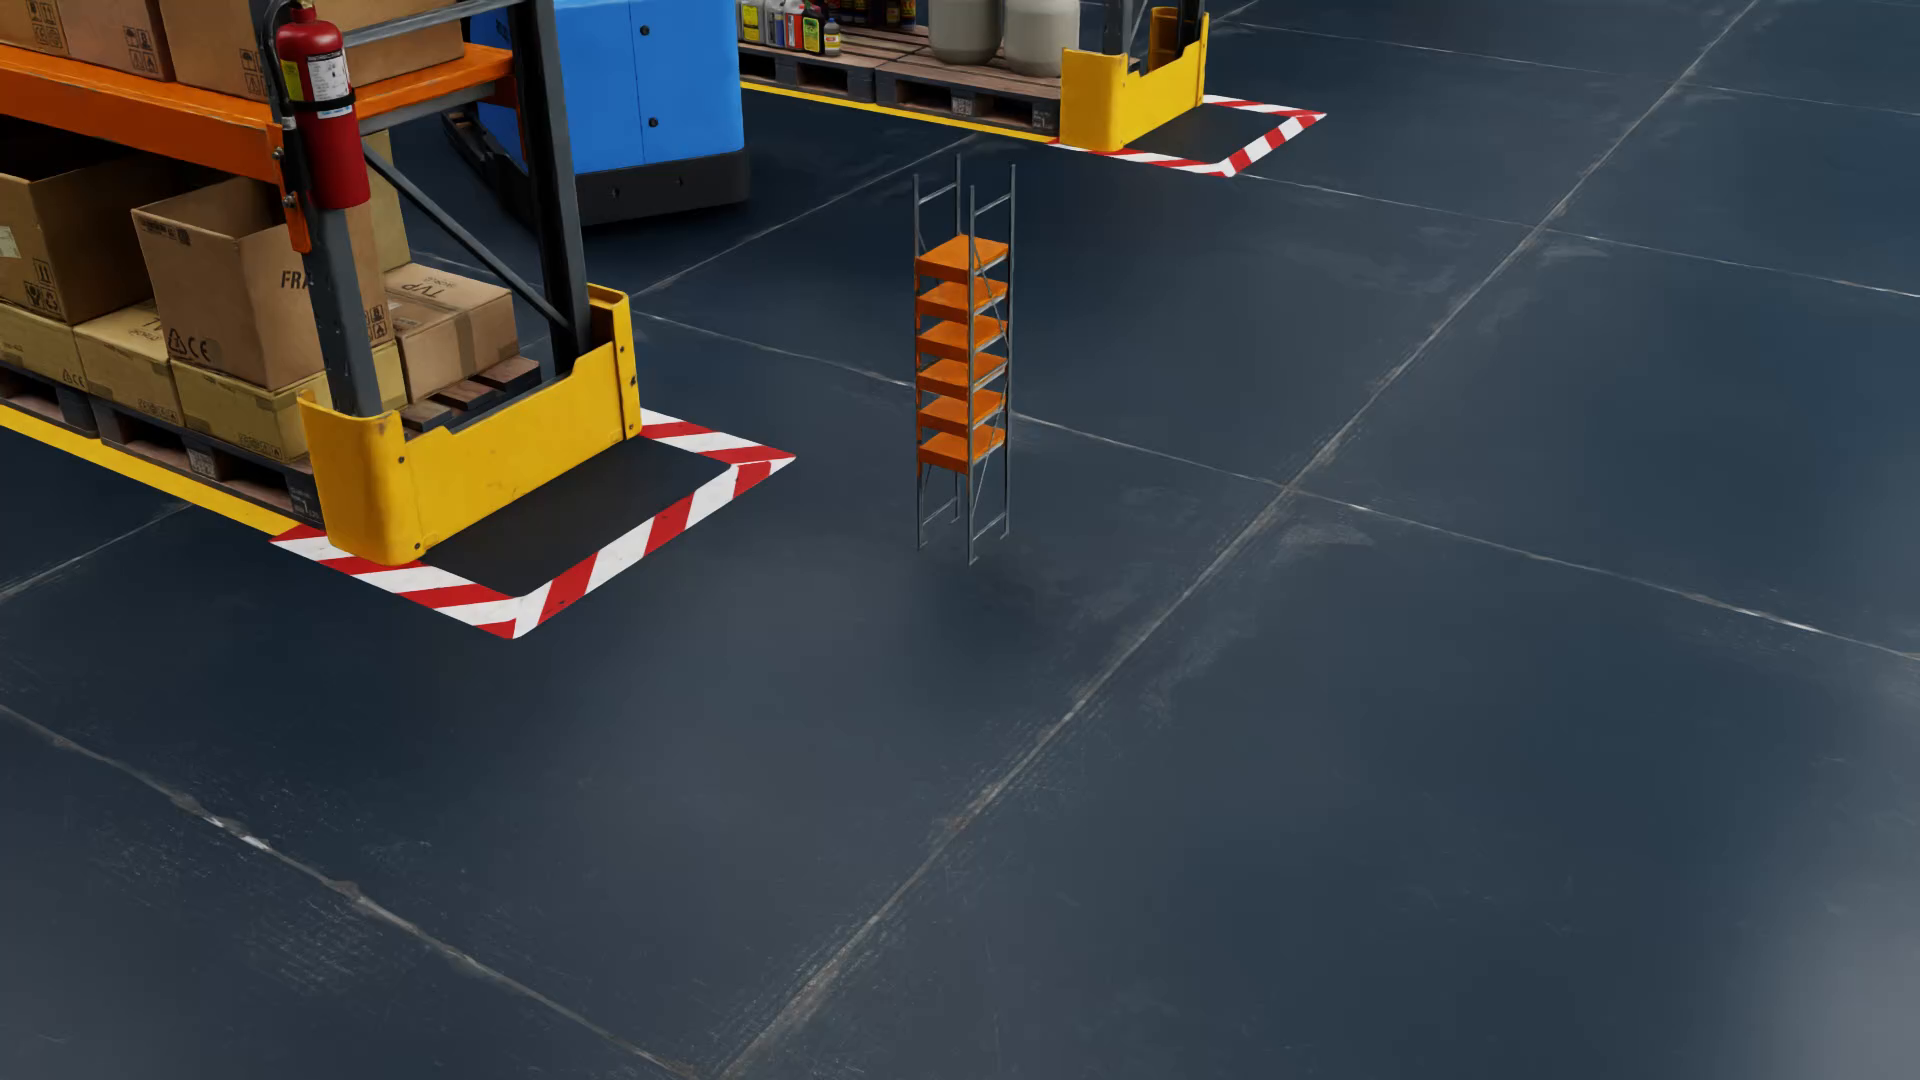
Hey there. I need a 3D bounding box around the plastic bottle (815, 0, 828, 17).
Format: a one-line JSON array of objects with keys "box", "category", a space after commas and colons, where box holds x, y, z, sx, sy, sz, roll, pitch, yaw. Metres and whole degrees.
[{"box": [-0.865, -3.419, 10.406, 0.097, 0.271, 0.097, 0, 30, 0], "category": "plastic bottle"}]

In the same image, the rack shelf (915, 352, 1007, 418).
[{"box": [0.012, -0.476, 4.963, 0.180, 0.103, 0.258, 18, 35, 27], "category": "rack shelf"}]

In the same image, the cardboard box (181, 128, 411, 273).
[{"box": [-2.345, -1.193, 5.885, 0.500, 0.500, 0.500, 18, 35, 27], "category": "cardboard box"}]

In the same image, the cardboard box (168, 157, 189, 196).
[{"box": [-2.776, -1.321, 6.105, 0.500, 0.500, 0.500, 18, 35, 27], "category": "cardboard box"}]

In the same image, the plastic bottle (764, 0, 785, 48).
[{"box": [-1.053, -3.051, 9.770, 0.135, 0.276, 0.152, 17, 34, 26], "category": "plastic bottle"}]

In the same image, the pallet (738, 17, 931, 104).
[{"box": [-0.752, -2.959, 10.113, 1.213, 0.211, 1.003, 18, 35, 27], "category": "pallet"}]

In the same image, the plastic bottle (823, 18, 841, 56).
[{"box": [-0.737, -2.903, 9.589, 0.097, 0.201, 0.097, 0, 30, 0], "category": "plastic bottle"}]

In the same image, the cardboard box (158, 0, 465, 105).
[{"box": [-1.974, -1.677, 5.048, 0.500, 0.500, 0.700, 18, 35, 27], "category": "cardboard box"}]

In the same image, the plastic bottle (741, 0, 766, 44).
[{"box": [-1.196, -3.126, 9.824, 0.185, 0.351, 0.144, 19, 35, 29], "category": "plastic bottle"}]

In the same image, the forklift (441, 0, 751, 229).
[{"box": [-2.106, -3.378, 8.132, 1.130, 2.935, 3.031, -14, 33, -23], "category": "forklift"}]

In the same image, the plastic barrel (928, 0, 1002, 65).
[{"box": [0.029, -3.001, 9.470, 0.421, 0.512, 0.421, 0, 30, 0], "category": "plastic barrel"}]

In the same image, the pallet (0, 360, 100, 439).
[{"box": [-3.284, -0.813, 6.434, 1.213, 0.211, 1.003, 18, 35, 27], "category": "pallet"}]

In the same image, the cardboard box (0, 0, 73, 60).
[{"box": [-2.838, -1.951, 5.518, 0.500, 0.500, 0.700, 18, 35, 28], "category": "cardboard box"}]

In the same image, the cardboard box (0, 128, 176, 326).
[{"box": [-3.052, -1.099, 5.725, 0.500, 0.500, 0.500, 18, 35, 27], "category": "cardboard box"}]

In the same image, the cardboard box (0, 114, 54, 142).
[{"box": [-3.475, -1.234, 5.956, 0.500, 0.500, 0.500, 18, 35, 27], "category": "cardboard box"}]

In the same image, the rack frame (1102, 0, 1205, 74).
[{"box": [1.052, -3.616, 8.472, 0.127, 3.000, 1.000, 18, 35, 27], "category": "rack frame"}]

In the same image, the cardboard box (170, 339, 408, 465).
[{"box": [-2.196, -0.514, 5.467, 0.500, 0.250, 0.500, 18, 35, 27], "category": "cardboard box"}]

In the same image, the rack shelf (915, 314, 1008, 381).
[{"box": [0.012, -0.580, 4.903, 0.180, 0.103, 0.258, 18, 35, 27], "category": "rack shelf"}]

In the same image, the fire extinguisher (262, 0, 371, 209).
[{"box": [-1.732, -1.240, 4.475, 0.183, 0.674, 0.296, 18, 35, 27], "category": "fire extinguisher"}]

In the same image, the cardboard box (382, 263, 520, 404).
[{"box": [-1.921, -0.736, 5.846, 0.500, 0.250, 0.500, 18, 35, 27], "category": "cardboard box"}]

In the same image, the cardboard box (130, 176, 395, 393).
[{"box": [-2.197, -0.837, 5.277, 0.500, 0.500, 0.500, 18, 35, 27], "category": "cardboard box"}]

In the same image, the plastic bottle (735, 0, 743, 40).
[{"box": [-1.353, -3.176, 9.909, 0.185, 0.351, 0.144, 17, 34, 27], "category": "plastic bottle"}]

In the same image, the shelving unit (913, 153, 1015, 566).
[{"box": [0.012, -0.514, 4.941, 0.189, 1.200, 0.258, 18, 35, 27], "category": "shelving unit"}]

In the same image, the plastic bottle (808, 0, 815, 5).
[{"box": [-0.951, -3.417, 10.470, 0.097, 0.201, 0.097, 0, 30, 0], "category": "plastic bottle"}]

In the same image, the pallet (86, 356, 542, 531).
[{"box": [-2.255, -0.486, 5.873, 1.213, 0.211, 1.003, 18, 35, 27], "category": "pallet"}]

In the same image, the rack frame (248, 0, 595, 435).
[{"box": [-1.585, -1.503, 4.850, 0.127, 3.000, 1.000, 18, 35, 27], "category": "rack frame"}]

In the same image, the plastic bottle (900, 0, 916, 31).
[{"box": [-0.318, -3.247, 10.109, 0.097, 0.271, 0.097, 0, 30, 0], "category": "plastic bottle"}]

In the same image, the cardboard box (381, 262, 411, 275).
[{"box": [-2.346, -0.868, 6.073, 0.500, 0.250, 0.500, 18, 35, 27], "category": "cardboard box"}]

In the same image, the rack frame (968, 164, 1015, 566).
[{"box": [0.090, -0.490, 4.899, 0.006, 1.200, 0.240, 18, 35, 27], "category": "rack frame"}]

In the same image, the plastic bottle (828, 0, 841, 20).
[{"box": [-0.777, -3.361, 10.376, 0.097, 0.201, 0.097, 0, 30, 0], "category": "plastic bottle"}]

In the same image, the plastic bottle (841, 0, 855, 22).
[{"box": [-0.693, -3.365, 10.312, 0.097, 0.271, 0.097, 0, 30, 0], "category": "plastic bottle"}]

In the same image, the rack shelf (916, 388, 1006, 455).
[{"box": [0.012, -0.372, 5.024, 0.180, 0.103, 0.258, 18, 35, 27], "category": "rack shelf"}]

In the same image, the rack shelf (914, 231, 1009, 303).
[{"box": [0.012, -0.787, 4.782, 0.180, 0.103, 0.258, 18, 35, 27], "category": "rack shelf"}]

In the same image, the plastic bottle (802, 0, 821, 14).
[{"box": [-0.880, -3.063, 9.782, 0.133, 0.283, 0.061, 18, 35, 27], "category": "plastic bottle"}]

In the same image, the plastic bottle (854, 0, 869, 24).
[{"box": [-0.609, -3.338, 10.267, 0.097, 0.271, 0.097, 0, 30, 0], "category": "plastic bottle"}]

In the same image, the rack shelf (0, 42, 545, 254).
[{"box": [-3.279, -1.728, 5.950, 4.000, 0.370, 1.077, 18, 35, 27], "category": "rack shelf"}]

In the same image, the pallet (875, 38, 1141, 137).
[{"box": [0.277, -2.632, 9.552, 1.213, 0.211, 1.003, 18, 35, 27], "category": "pallet"}]

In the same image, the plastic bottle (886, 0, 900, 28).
[{"box": [-0.406, -3.244, 10.174, 0.097, 0.201, 0.097, 0, 30, 0], "category": "plastic bottle"}]

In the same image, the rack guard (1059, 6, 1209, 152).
[{"box": [0.962, -2.537, 9.102, 0.348, 0.500, 1.175, 18, 35, 27], "category": "rack guard"}]

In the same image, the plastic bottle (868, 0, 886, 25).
[{"box": [-0.500, -3.320, 10.223, 0.133, 0.283, 0.061, 18, 35, 28], "category": "plastic bottle"}]

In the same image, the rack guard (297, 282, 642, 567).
[{"box": [-1.565, -0.417, 5.469, 0.348, 0.500, 1.175, 18, 35, 27], "category": "rack guard"}]

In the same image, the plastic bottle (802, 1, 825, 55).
[{"box": [-0.846, -2.961, 9.609, 0.133, 0.283, 0.061, 18, 35, 29], "category": "plastic bottle"}]

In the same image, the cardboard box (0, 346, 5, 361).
[{"box": [-3.473, -0.911, 6.147, 0.500, 0.250, 0.500, 18, 35, 27], "category": "cardboard box"}]

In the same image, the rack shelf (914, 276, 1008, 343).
[{"box": [0.012, -0.683, 4.842, 0.180, 0.103, 0.258, 18, 35, 27], "category": "rack shelf"}]

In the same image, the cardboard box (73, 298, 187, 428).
[{"box": [-2.626, -0.643, 5.688, 0.500, 0.250, 0.500, 18, 35, 27], "category": "cardboard box"}]

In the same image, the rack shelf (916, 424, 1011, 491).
[{"box": [0.012, -0.269, 5.084, 0.180, 0.103, 0.258, 18, 35, 27], "category": "rack shelf"}]

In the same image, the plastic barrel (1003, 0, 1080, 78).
[{"box": [0.454, -2.867, 9.239, 0.421, 0.512, 0.421, 0, 30, 0], "category": "plastic barrel"}]

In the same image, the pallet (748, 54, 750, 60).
[{"box": [-1.790, -3.286, 10.673, 1.213, 0.211, 1.003, 18, 35, 27], "category": "pallet"}]

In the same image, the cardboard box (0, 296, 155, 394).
[{"box": [-3.051, -0.776, 5.916, 0.500, 0.250, 0.500, 18, 35, 27], "category": "cardboard box"}]

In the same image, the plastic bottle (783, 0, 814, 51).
[{"box": [-0.936, -3.014, 9.706, 0.135, 0.276, 0.152, 18, 35, 28], "category": "plastic bottle"}]

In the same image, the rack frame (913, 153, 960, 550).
[{"box": [-0.065, -0.539, 4.983, 0.006, 1.200, 0.240, 18, 35, 27], "category": "rack frame"}]

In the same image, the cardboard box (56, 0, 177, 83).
[{"box": [-2.421, -1.816, 5.286, 0.500, 0.500, 0.700, 19, 35, 29], "category": "cardboard box"}]
